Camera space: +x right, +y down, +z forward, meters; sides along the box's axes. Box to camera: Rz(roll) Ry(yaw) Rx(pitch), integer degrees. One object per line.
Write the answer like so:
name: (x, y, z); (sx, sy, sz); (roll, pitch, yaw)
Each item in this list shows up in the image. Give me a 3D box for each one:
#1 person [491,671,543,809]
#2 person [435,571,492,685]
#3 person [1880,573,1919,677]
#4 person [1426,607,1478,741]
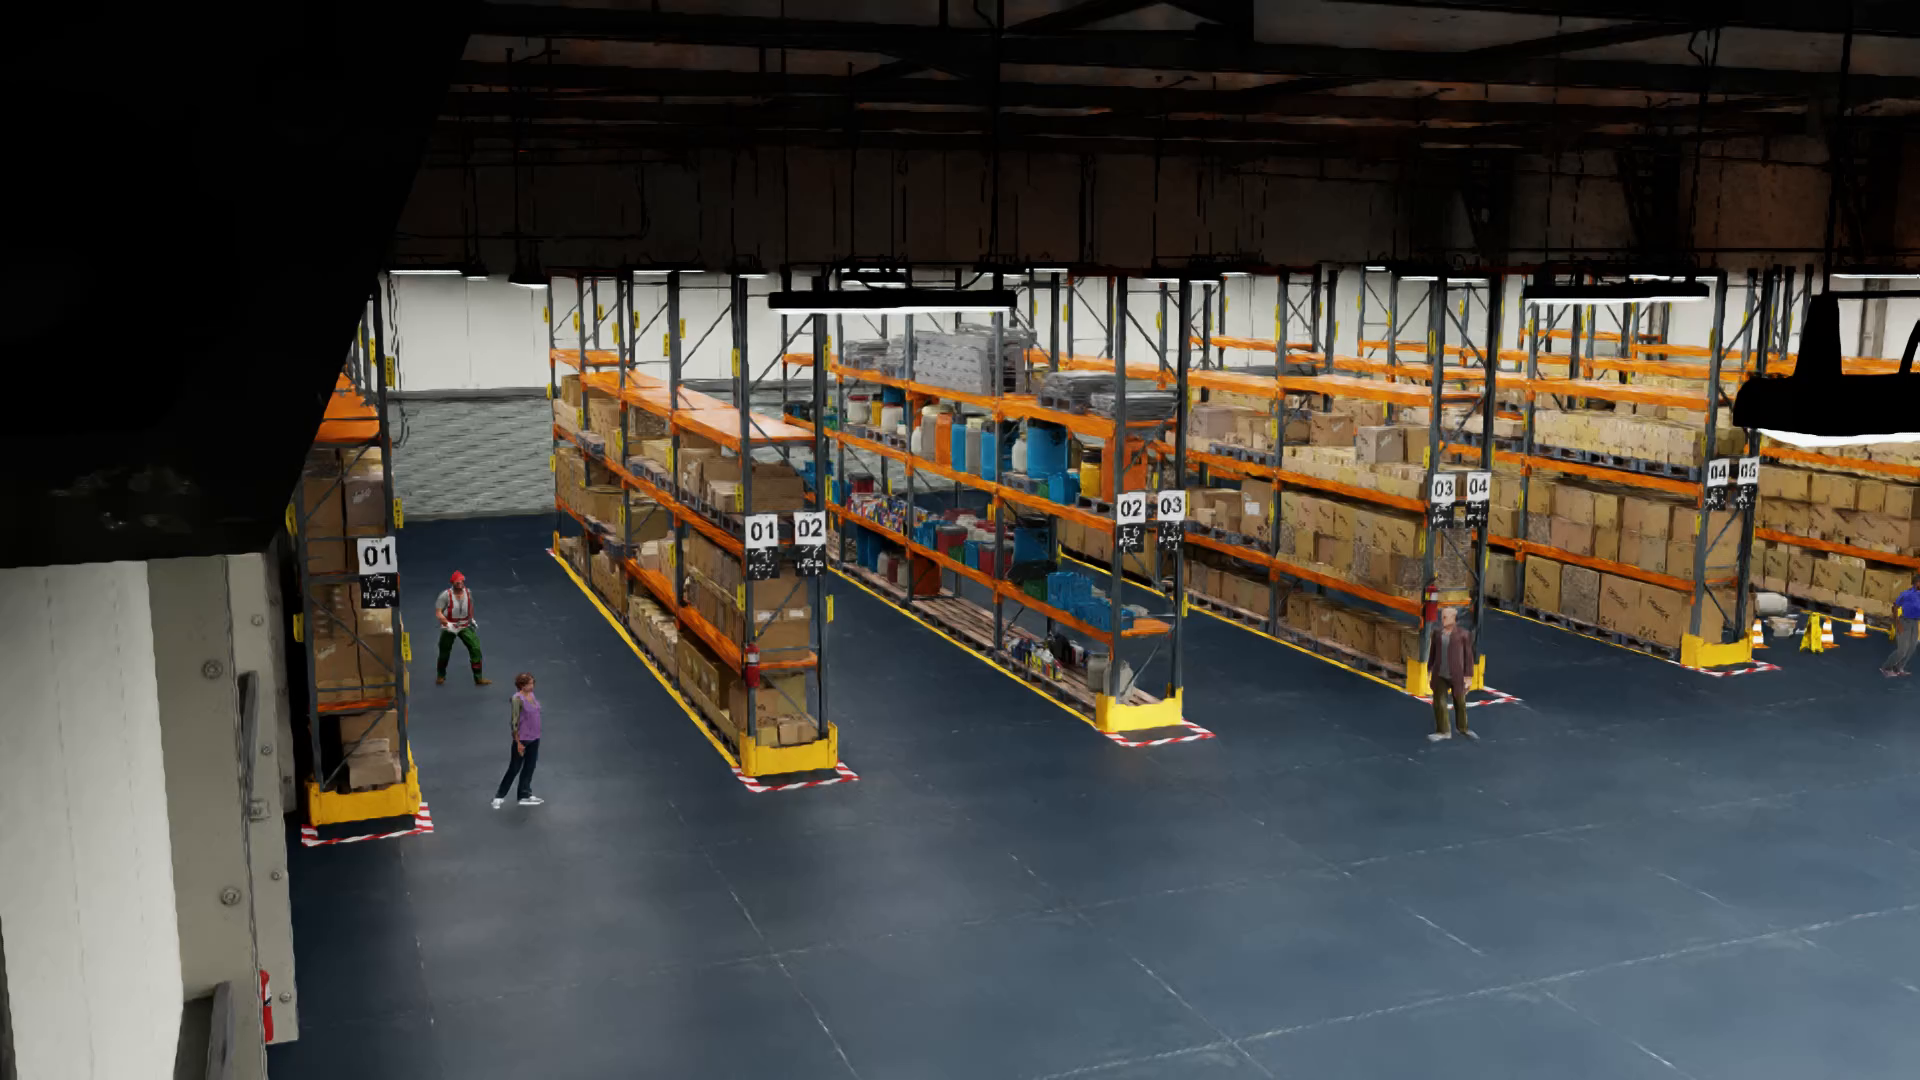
person: (-5.072, 2.294, 18.955); (0.465, 1.589, 0.595); (4, 11, 21)
person: (-7.359, 1.275, 24.308); (0.665, 1.710, 0.834); (-7, 12, -37)
person: (14.139, 1.265, 24.821); (0.592, 1.604, 0.513); (-4, 11, -23)
person: (6.408, 1.732, 21.656); (0.690, 1.769, 0.587); (9, 13, 40)
